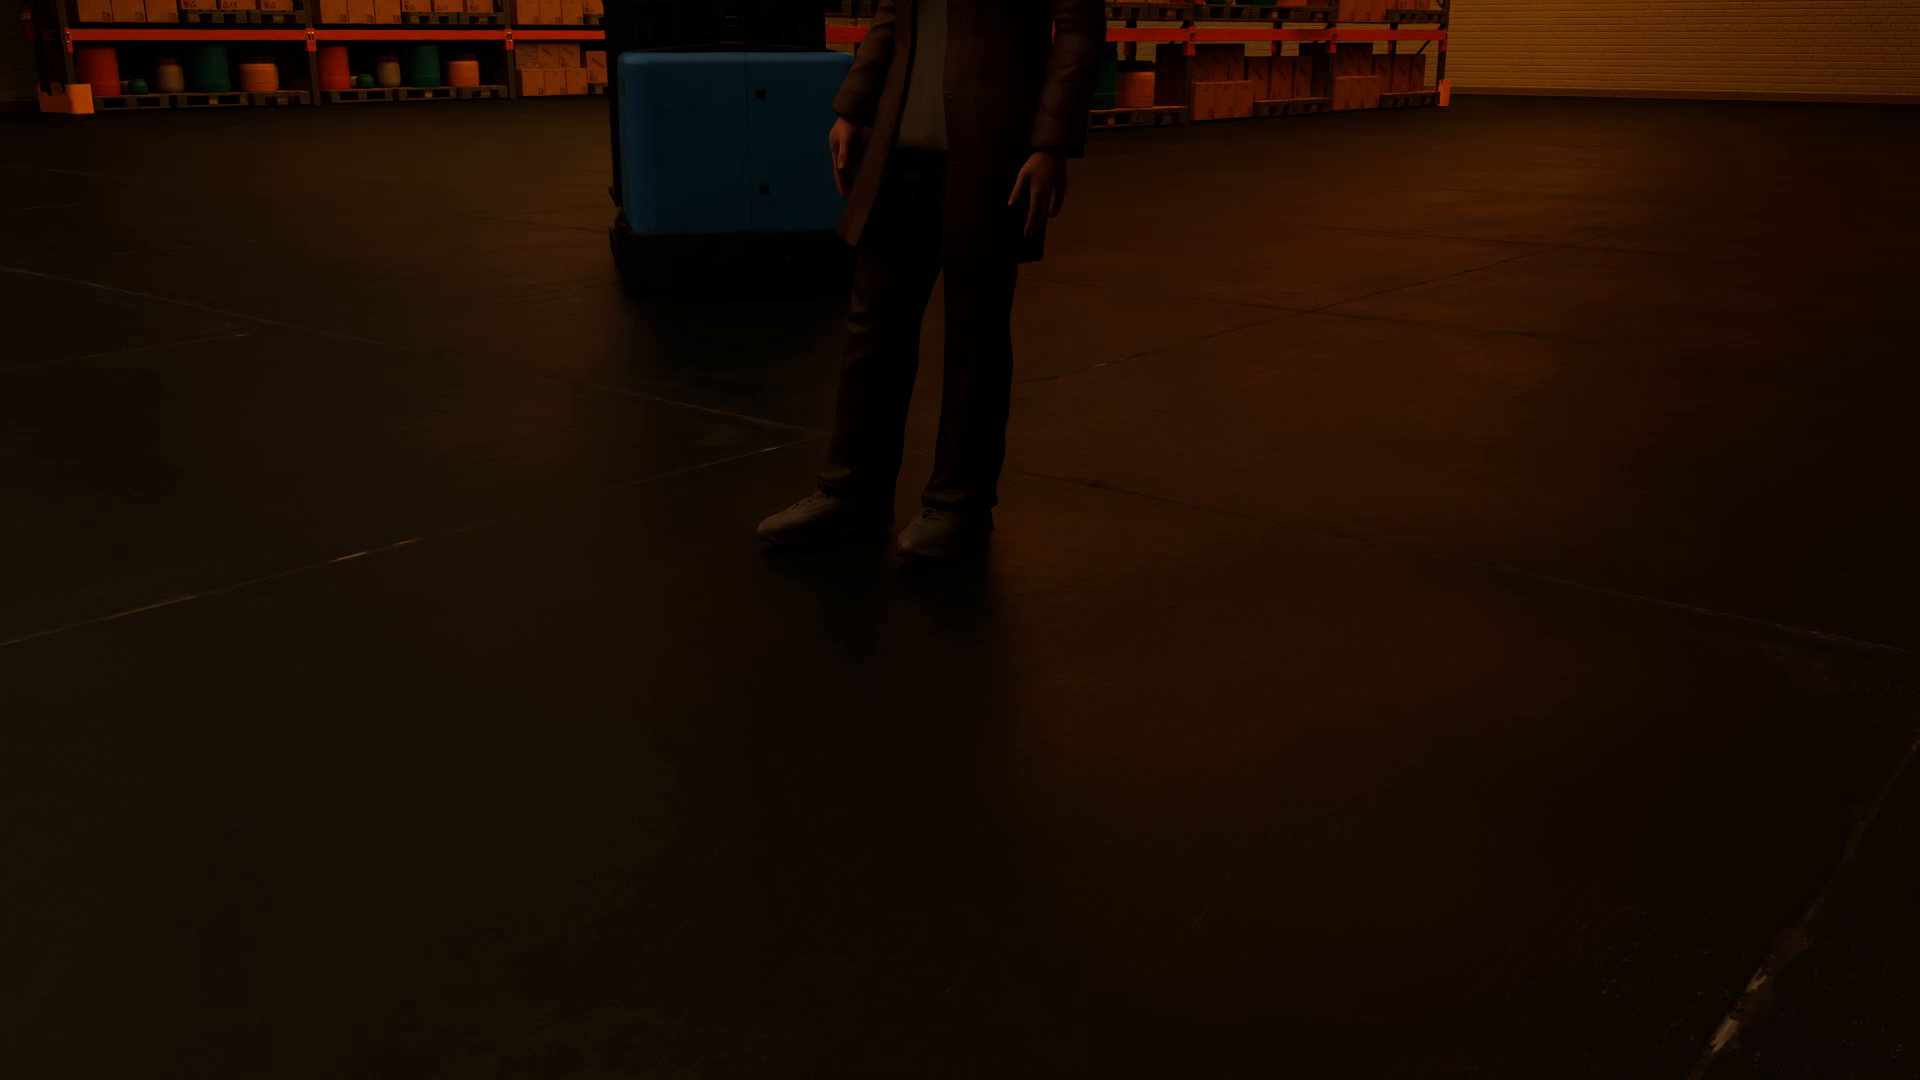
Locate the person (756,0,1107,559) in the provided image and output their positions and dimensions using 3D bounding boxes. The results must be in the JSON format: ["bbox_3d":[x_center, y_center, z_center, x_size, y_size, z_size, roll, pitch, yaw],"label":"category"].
[{"bbox_3d":[-0.061,-0.838,3.618,0.696,1.775,0.582,13,21,37],"label":"person"}]

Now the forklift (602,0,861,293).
[{"bbox_3d":[-1.275,-2.893,8.426,1.130,2.935,3.031,-4,17,-13],"label":"forklift"}]
